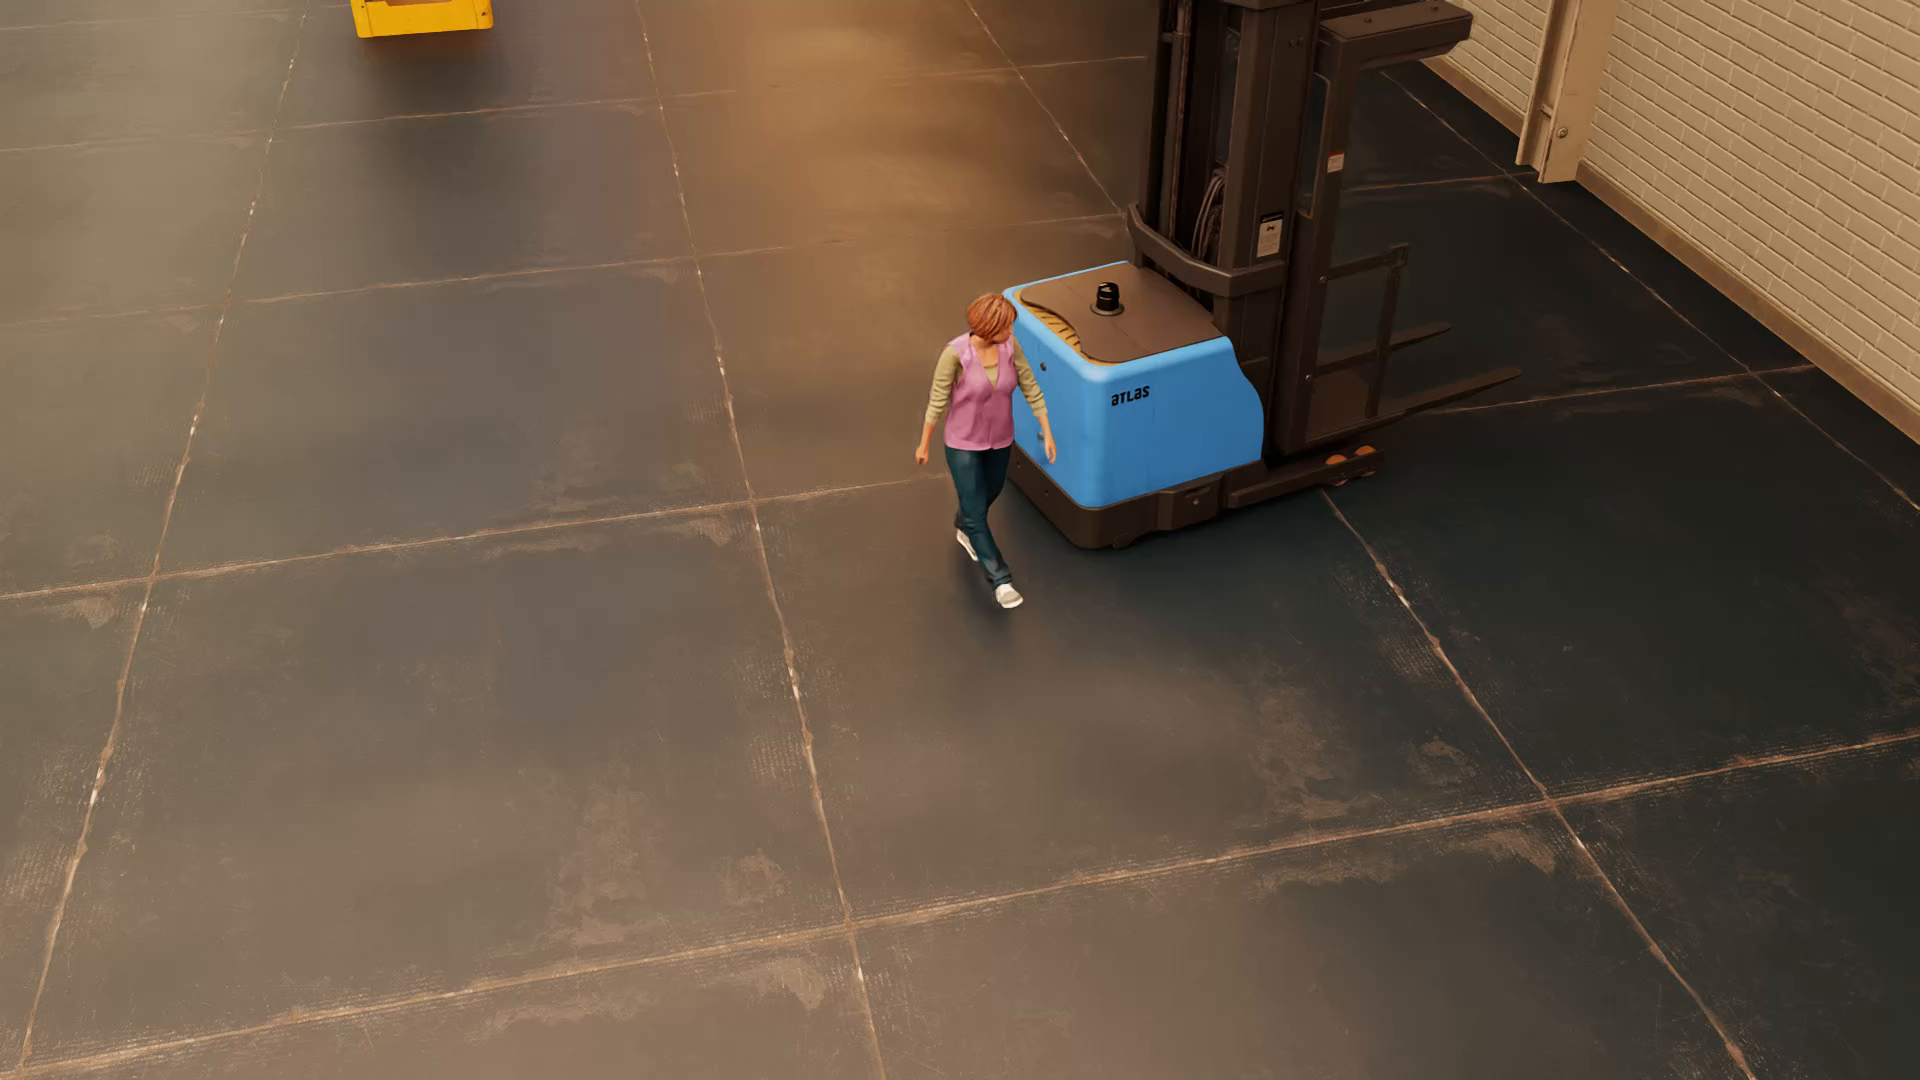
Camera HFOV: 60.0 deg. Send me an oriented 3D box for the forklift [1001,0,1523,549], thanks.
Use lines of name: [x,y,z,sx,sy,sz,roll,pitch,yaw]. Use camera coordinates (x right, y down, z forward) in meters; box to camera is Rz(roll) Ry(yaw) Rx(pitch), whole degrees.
forklift: [1.726,-1.740,8.468,3.031,2.935,1.130,-17,39,-22]

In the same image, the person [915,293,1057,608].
person: [0.130,-0.426,7.827,0.583,1.556,0.828,-18,40,-24]
